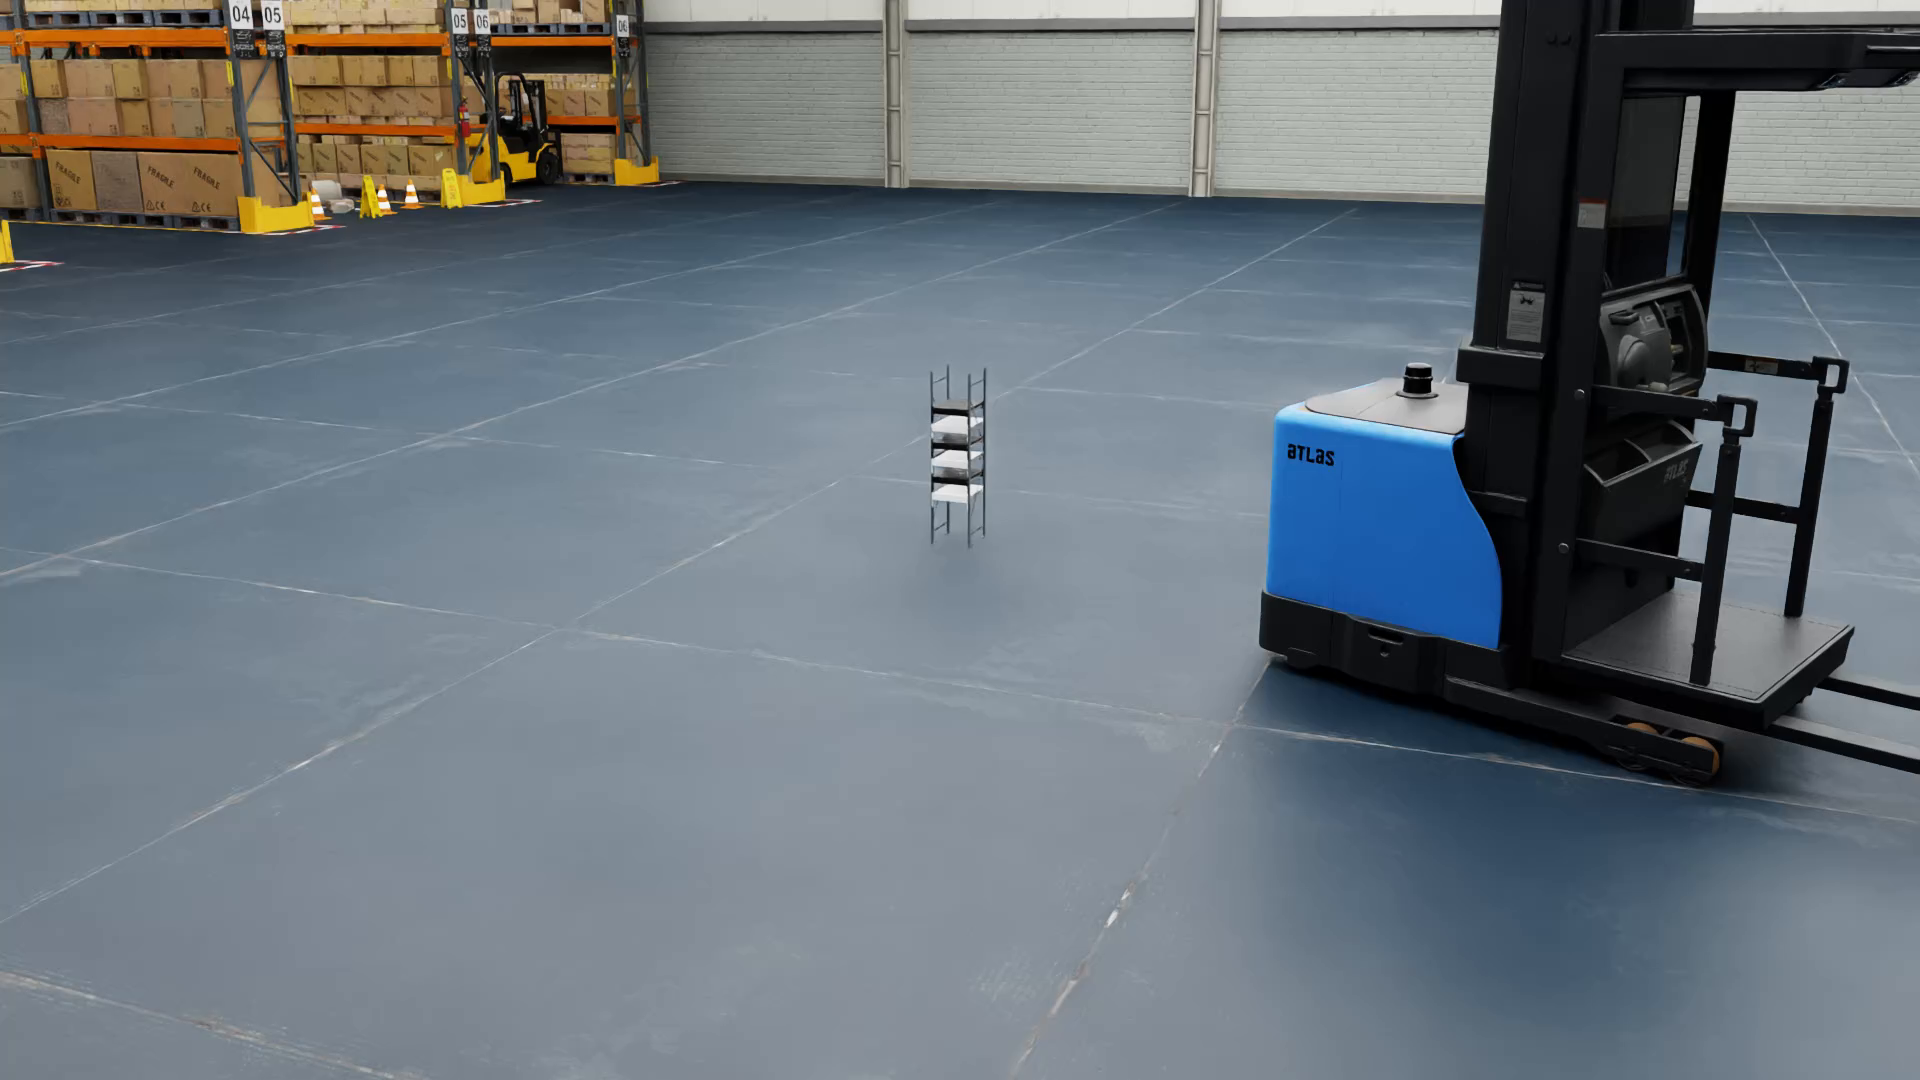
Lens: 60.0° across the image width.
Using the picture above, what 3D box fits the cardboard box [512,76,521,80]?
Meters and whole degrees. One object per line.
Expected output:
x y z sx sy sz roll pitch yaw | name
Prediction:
-8.785 -9.280 33.383 0.250 0.149 0.380 6 17 20 | cardboard box

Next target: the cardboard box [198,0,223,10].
-10.453 -7.523 23.345 0.250 0.149 0.380 6 17 21 | cardboard box

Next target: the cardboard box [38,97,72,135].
-13.393 -6.454 25.256 0.550 0.550 0.875 6 17 21 | cardboard box

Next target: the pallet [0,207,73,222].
-14.486 -5.137 25.990 1.213 0.211 1.003 6 17 21 | pallet

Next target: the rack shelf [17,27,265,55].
-11.880 -7.307 24.374 4.000 0.370 1.077 6 17 21 | rack shelf

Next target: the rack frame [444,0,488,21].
-8.297 -10.183 27.608 0.127 3.000 1.000 6 17 21 | rack frame

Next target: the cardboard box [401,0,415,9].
-9.190 -9.020 28.004 0.250 0.149 0.380 6 17 20 | cardboard box

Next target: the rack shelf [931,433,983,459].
-0.008 -0.487 8.535 0.200 0.077 0.258 6 17 21 | rack shelf

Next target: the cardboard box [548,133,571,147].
-7.972 -8.017 33.293 0.500 0.250 0.500 7 17 21 | cardboard box

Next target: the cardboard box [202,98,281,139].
-10.381 -6.106 24.056 0.550 0.550 0.875 6 17 21 | cardboard box

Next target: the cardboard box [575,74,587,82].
-7.384 -9.111 32.800 0.250 0.149 0.380 7 17 22 | cardboard box

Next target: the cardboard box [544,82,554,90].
-8.107 -9.037 33.078 0.250 0.149 0.380 6 17 21 | cardboard box

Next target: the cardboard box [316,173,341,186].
-11.068 -6.410 29.552 0.500 0.250 0.500 7 18 24 | cardboard box

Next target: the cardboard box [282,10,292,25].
-11.709 -9.106 29.016 0.500 0.250 0.500 6 17 19 | cardboard box

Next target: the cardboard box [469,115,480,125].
-8.537 -7.269 28.784 0.250 0.149 0.380 6 17 21 | cardboard box

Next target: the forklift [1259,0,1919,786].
2.668 -0.721 5.901 3.031 2.935 1.130 14 22 41 | forklift

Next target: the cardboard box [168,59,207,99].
-10.896 -6.678 24.092 0.550 0.550 0.875 6 17 21 | cardboard box

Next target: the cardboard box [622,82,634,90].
-6.700 -9.051 33.127 0.250 0.149 0.380 6 17 19 | cardboard box

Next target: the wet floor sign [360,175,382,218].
-9.266 -5.387 26.074 0.232 0.644 0.267 3 17 11 | wet floor sign

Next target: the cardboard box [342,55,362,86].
-10.246 -8.135 28.807 0.500 0.500 0.700 6 17 20 | cardboard box

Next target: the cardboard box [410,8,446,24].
-8.872 -8.795 27.945 0.500 0.250 0.500 6 17 20 | cardboard box

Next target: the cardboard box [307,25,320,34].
-11.106 -8.861 28.887 0.250 0.149 0.380 7 18 22 | cardboard box

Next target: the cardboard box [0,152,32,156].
-15.247 -5.678 26.133 0.750 0.750 1.050 6 17 21 | cardboard box

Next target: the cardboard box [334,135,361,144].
-10.744 -7.026 29.165 0.250 0.149 0.380 7 18 24 | cardboard box

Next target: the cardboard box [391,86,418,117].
-9.367 -7.529 28.515 0.500 0.500 0.500 6 17 21 | cardboard box

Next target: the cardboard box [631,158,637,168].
-6.865 -7.572 33.553 0.500 0.250 0.500 6 17 21 | cardboard box

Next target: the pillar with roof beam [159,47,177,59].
-19.539 -11.886 33.477 0.400 9.000 9.100 6 17 21 | pillar with roof beam

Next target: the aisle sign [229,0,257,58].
-10.064 -7.171 23.331 0.004 0.787 0.394 6 17 21 | aisle sign

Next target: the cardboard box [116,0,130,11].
-11.872 -7.679 23.883 0.250 0.149 0.380 7 17 21 | cardboard box

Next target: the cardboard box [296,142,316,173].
-11.568 -6.822 29.625 0.500 0.500 0.500 7 18 23 | cardboard box

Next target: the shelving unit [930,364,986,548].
-0.008 -0.433 8.551 0.210 0.900 0.258 6 17 21 | shelving unit

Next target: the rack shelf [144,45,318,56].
-15.782 -10.707 36.086 4.000 0.370 1.077 6 17 21 | rack shelf

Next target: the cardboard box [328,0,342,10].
-10.613 -9.178 28.547 0.250 0.149 0.380 6 17 20 | cardboard box

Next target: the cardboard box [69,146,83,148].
-16.351 -7.393 31.819 0.875 0.875 0.875 6 17 20 | cardboard box

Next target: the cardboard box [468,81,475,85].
-9.759 -9.231 33.748 0.250 0.149 0.380 7 17 22 | cardboard box

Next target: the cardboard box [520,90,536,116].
-8.461 -8.776 33.344 0.500 0.500 0.500 6 17 21 | cardboard box

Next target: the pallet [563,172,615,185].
-7.206 -7.318 33.501 1.213 0.211 1.003 6 17 21 | pallet

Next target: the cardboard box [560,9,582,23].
-7.598 -10.247 32.518 0.258 0.266 0.396 6 17 21 | cardboard box

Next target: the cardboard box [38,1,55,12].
-13.285 -7.835 24.419 0.250 0.149 0.380 6 17 21 | cardboard box

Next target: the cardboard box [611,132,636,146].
-6.857 -8.049 33.404 0.500 0.250 0.500 6 17 20 | cardboard box

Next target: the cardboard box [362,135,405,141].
-12.109 -8.268 35.280 0.625 0.625 0.875 6 17 18 | cardboard box

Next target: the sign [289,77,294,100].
-9.810 -6.605 24.349 0.005 0.325 0.100 6 17 21 | sign

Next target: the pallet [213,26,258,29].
-12.553 -9.152 29.775 1.003 0.211 1.213 6 17 21 | pallet

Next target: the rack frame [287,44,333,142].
-13.922 -9.408 35.699 0.127 3.000 1.000 6 17 21 | rack frame

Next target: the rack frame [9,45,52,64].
-21.364 -10.226 38.518 0.127 3.000 1.000 6 17 21 | rack frame

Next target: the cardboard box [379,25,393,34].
-9.670 -8.695 28.314 0.250 0.149 0.380 6 17 20 | cardboard box

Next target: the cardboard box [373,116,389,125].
-9.939 -7.276 28.808 0.250 0.149 0.380 6 17 20 | cardboard box

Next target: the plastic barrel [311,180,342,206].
-10.774 -5.883 28.179 0.512 0.421 0.421 -9 18 -27 | plastic barrel

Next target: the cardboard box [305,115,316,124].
-11.331 -7.443 29.382 0.250 0.149 0.380 6 17 20 | cardboard box

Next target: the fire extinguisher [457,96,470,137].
-8.360 -7.133 28.003 0.183 0.674 0.296 6 17 21 | fire extinguisher
